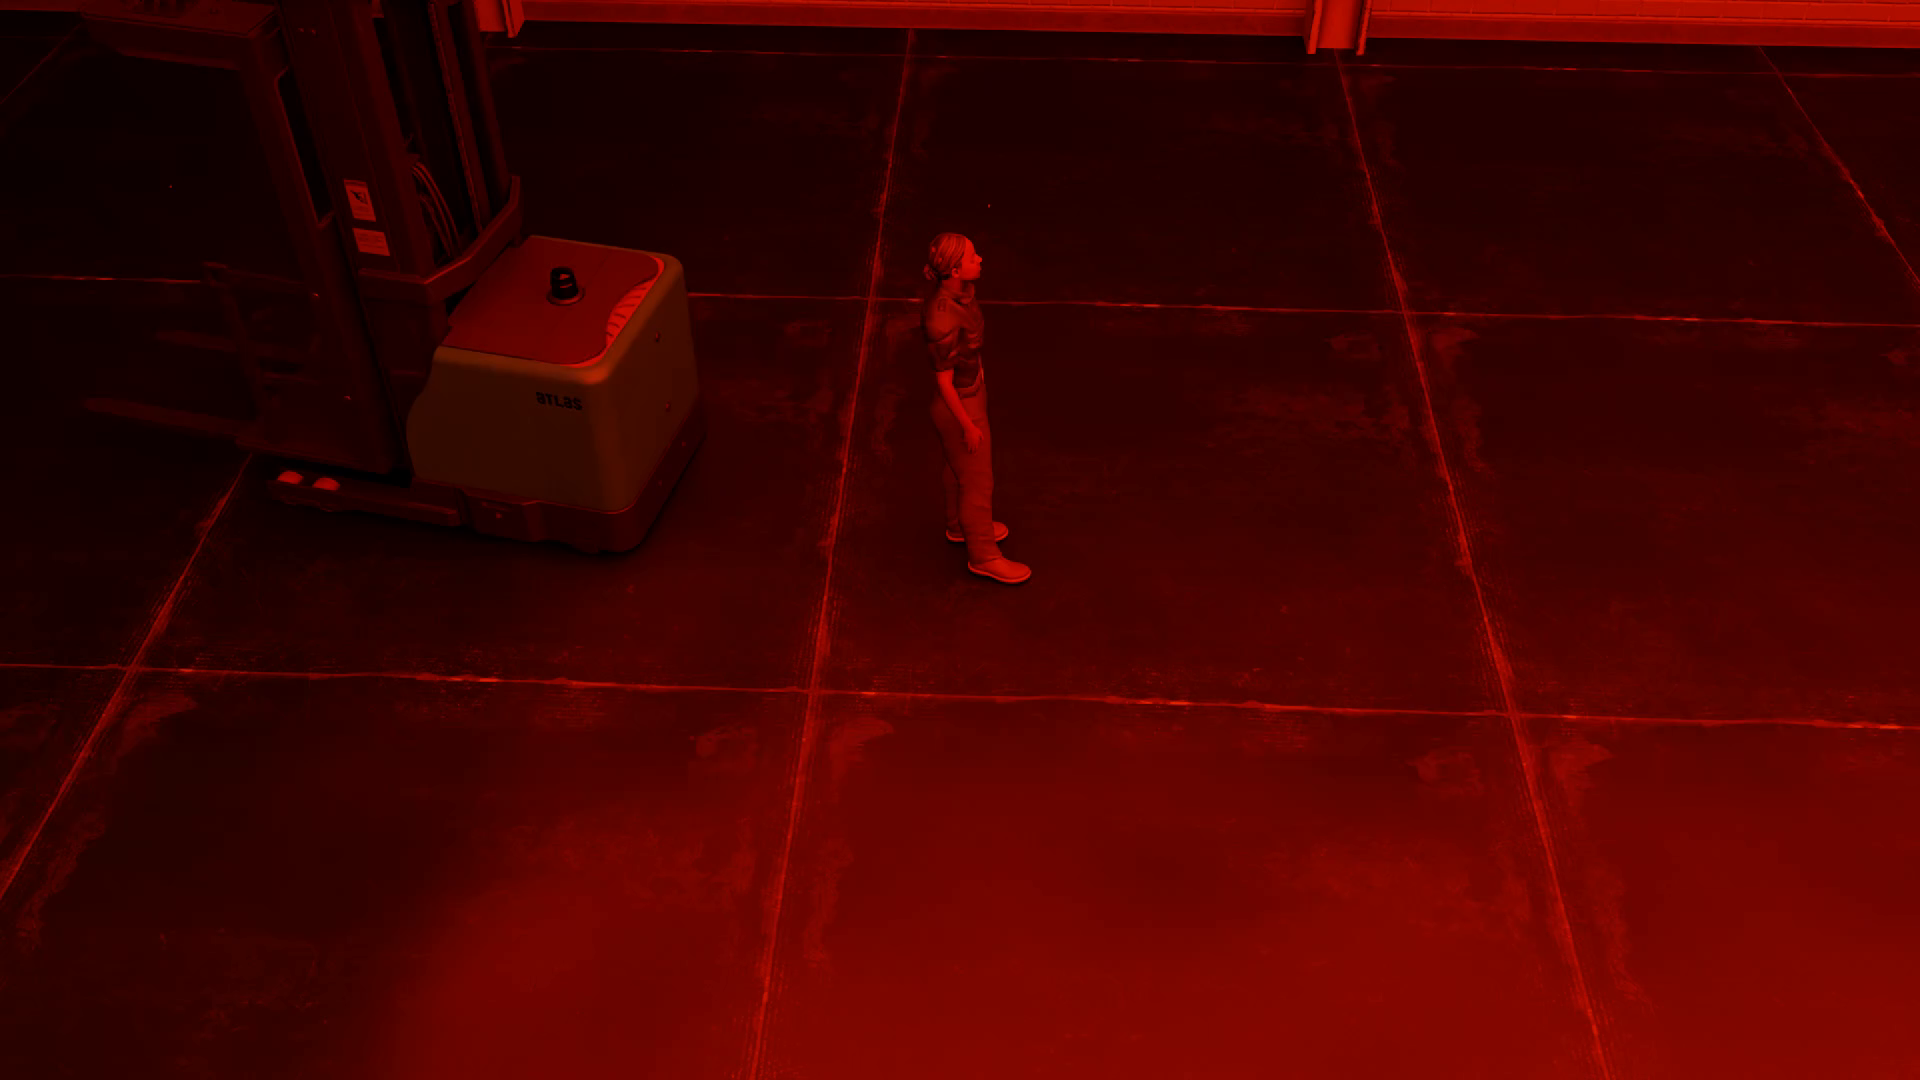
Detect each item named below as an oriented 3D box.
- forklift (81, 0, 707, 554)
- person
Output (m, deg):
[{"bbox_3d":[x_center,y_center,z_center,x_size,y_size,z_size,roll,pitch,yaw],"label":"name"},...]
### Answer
[{"bbox_3d":[-2.855,-1.555,7.446,3.031,2.935,1.130,10,43,11],"label":"forklift"},{"bbox_3d":[0.087,-0.600,7.336,0.503,1.656,0.570,2,42,2],"label":"person"}]
